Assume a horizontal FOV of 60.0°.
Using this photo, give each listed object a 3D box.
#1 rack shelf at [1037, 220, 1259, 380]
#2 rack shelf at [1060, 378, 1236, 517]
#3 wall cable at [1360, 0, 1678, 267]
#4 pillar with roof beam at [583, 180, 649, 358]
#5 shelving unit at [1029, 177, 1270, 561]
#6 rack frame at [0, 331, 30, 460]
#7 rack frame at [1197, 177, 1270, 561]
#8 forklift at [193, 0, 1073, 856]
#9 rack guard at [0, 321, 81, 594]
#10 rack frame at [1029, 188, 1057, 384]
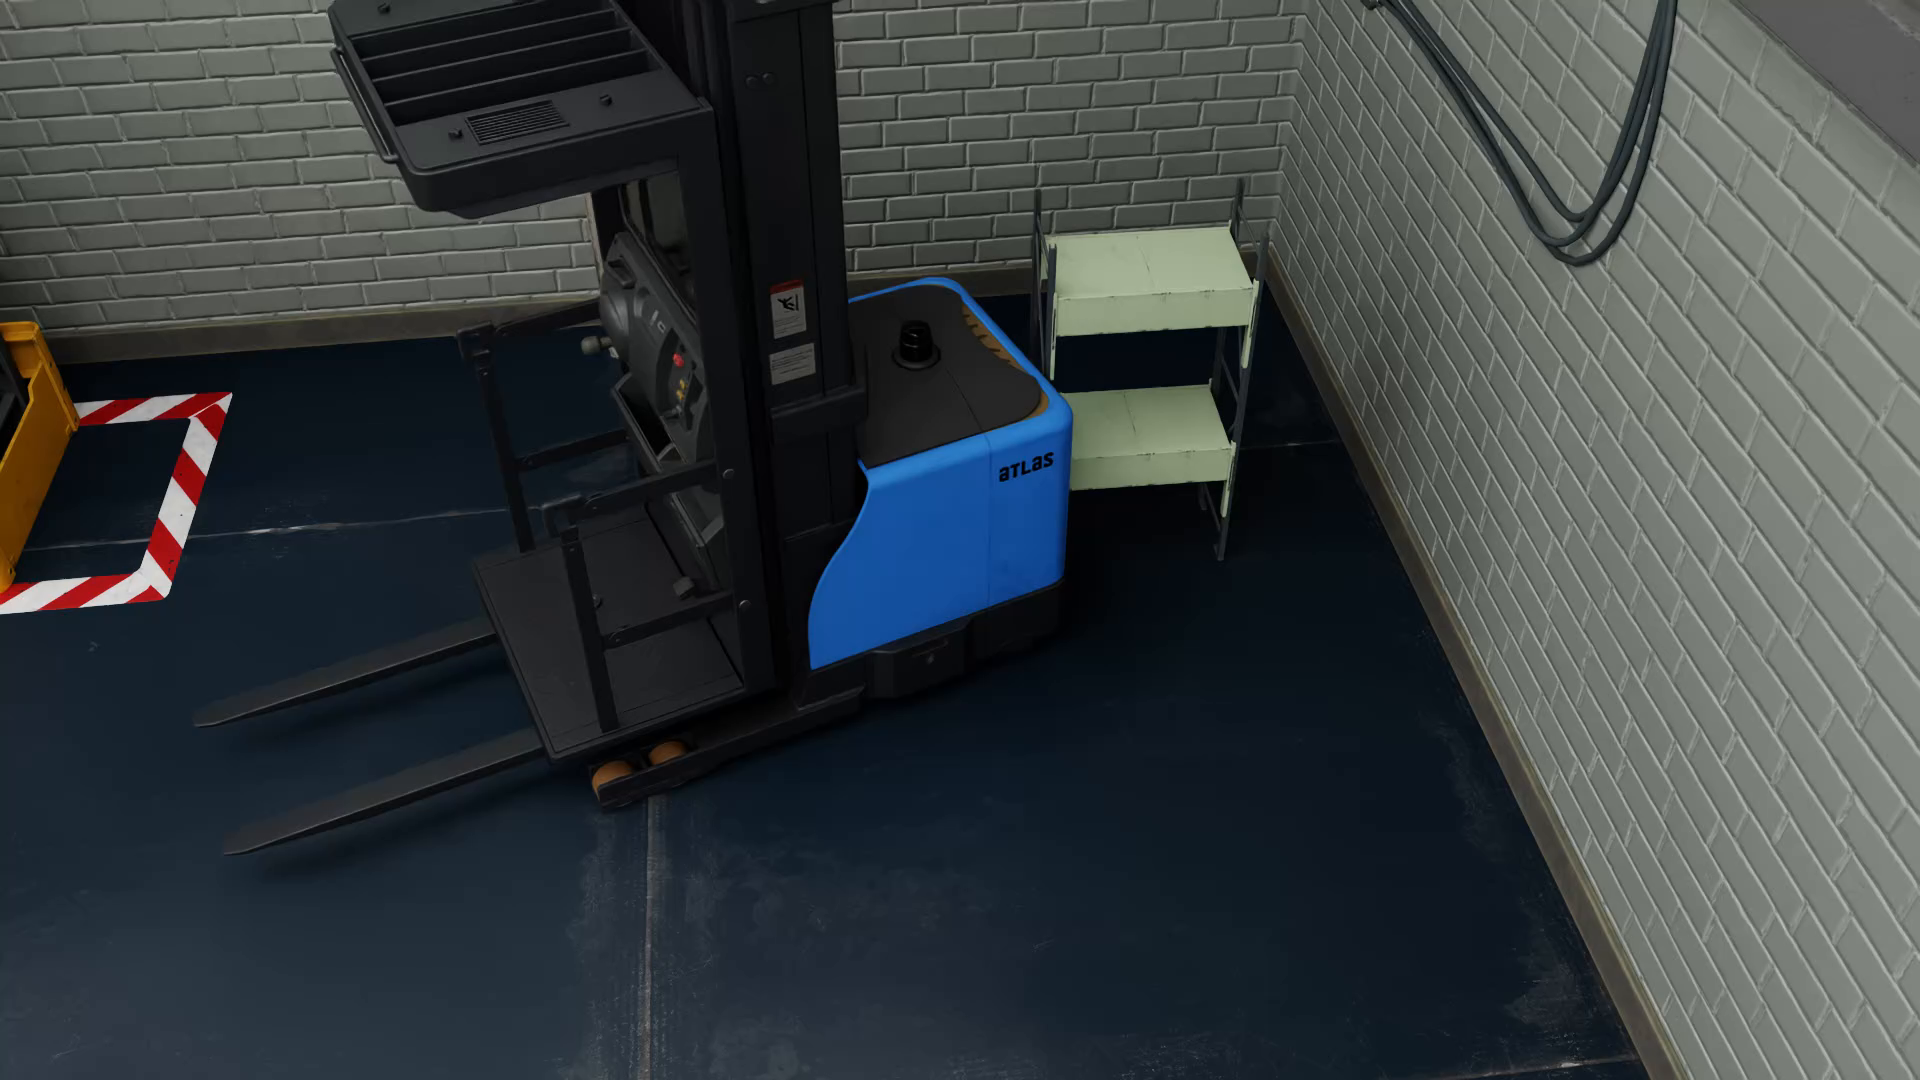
[{"bbox_3d":[0.659,-0.871,6.013,0.720,0.370,0.431,-4,42,-4],"label":"rack shelf"},{"bbox_3d":[0.659,-0.339,6.492,0.720,0.370,0.431,-4,42,-4],"label":"rack shelf"},{"bbox_3d":[1.653,-2.596,5.228,0.112,2.526,3.097,-5,42,-6],"label":"wall cable"},{"bbox_3d":[-0.878,-1.445,1.633,0.400,9.000,9.100,-5,42,-6],"label":"pillar with roof beam"},{"bbox_3d":[0.659,-0.581,6.274,0.755,1.500,0.431,-4,42,-4],"label":"shelving unit"},{"bbox_3d":[-4.001,-1.267,5.915,0.127,3.000,1.000,-5,42,-6],"label":"rack frame"},{"bbox_3d":[1.023,-0.606,6.302,0.023,1.500,0.400,-4,42,-4],"label":"rack frame"},{"bbox_3d":[-1.150,-0.574,5.198,3.031,2.935,1.130,-19,45,-20],"label":"forklift"},{"bbox_3d":[-3.977,-0.341,6.755,0.348,0.500,1.175,-5,42,-6],"label":"rack guard"},{"bbox_3d":[0.295,-0.555,6.246,0.023,1.500,0.400,-4,42,-4],"label":"rack frame"}]
